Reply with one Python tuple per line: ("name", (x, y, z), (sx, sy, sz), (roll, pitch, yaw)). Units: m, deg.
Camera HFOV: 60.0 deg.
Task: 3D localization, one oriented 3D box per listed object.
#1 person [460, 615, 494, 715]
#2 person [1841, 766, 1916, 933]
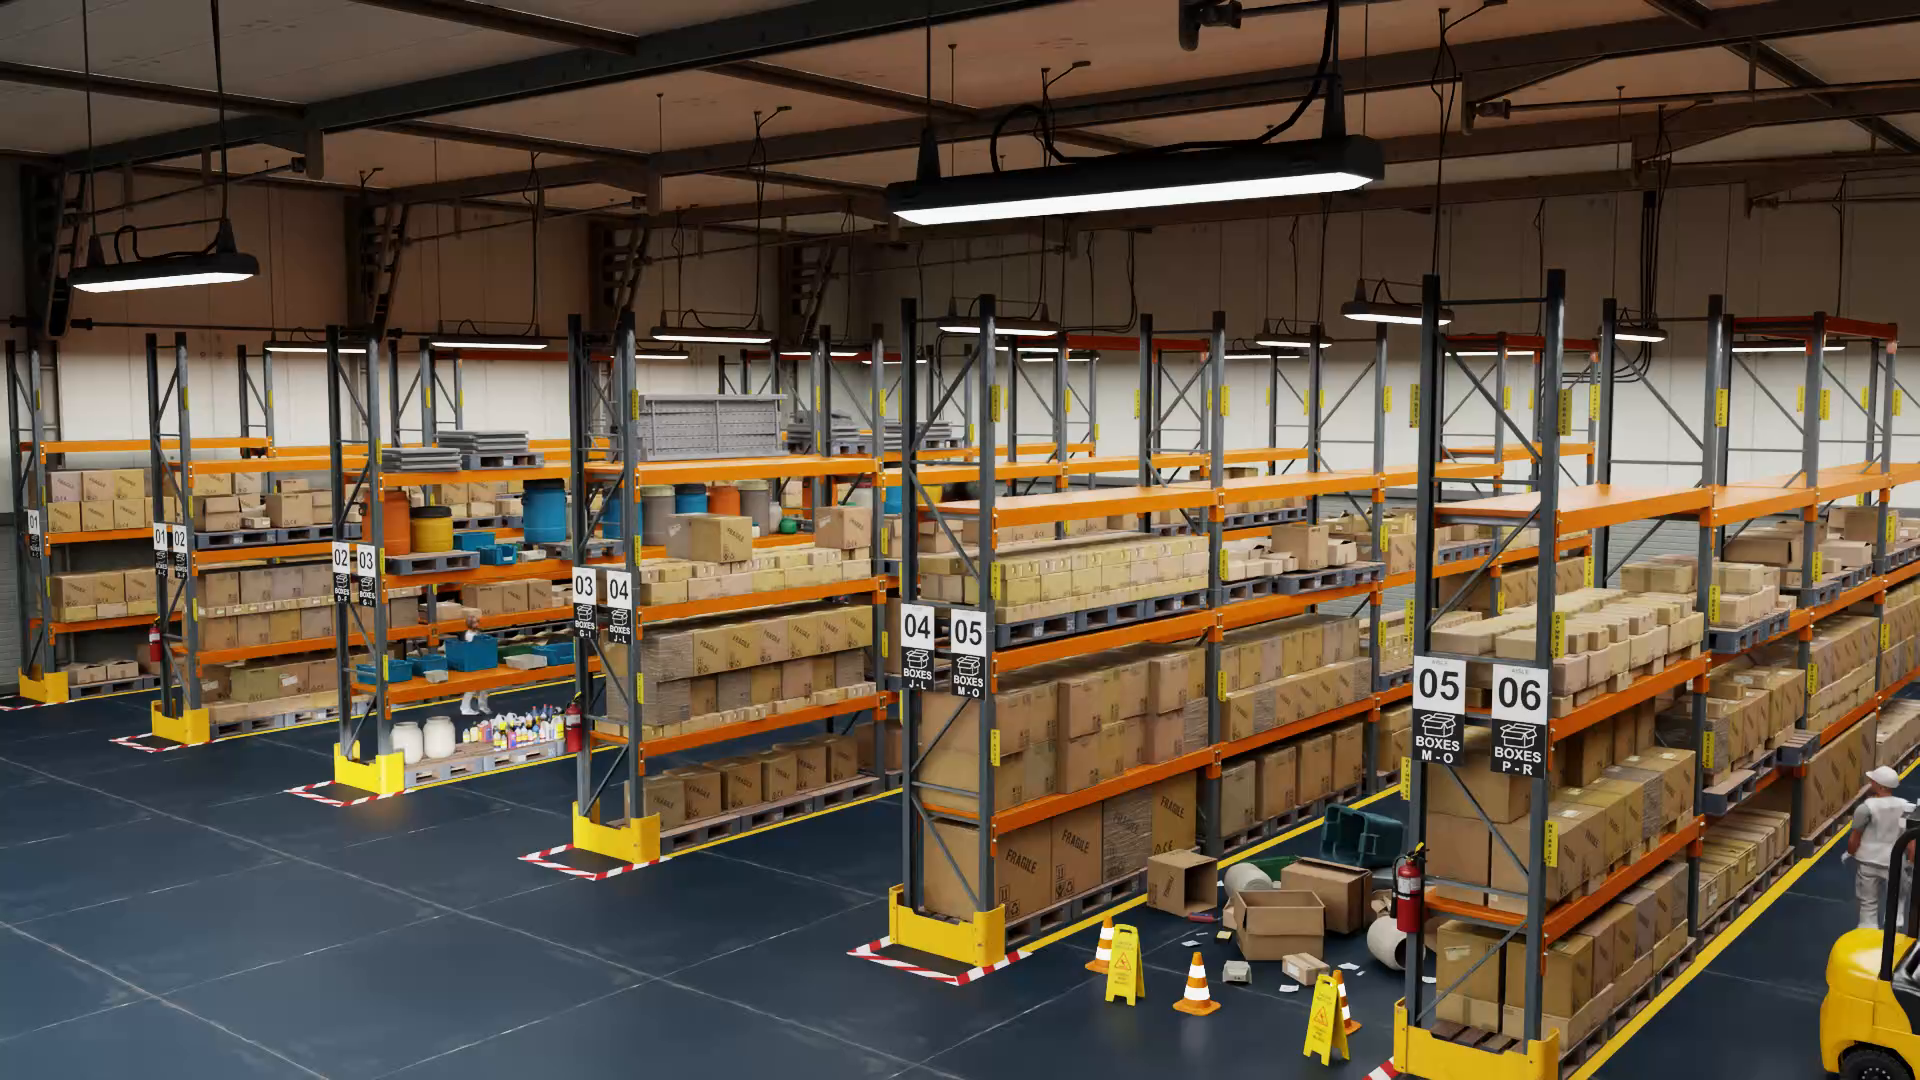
("person", (-7.684, 2.009, 26.382), (0.511, 1.637, 0.473), (-1, 5, -16))
("person", (8.260, 2.924, 14.950), (0.620, 1.819, 0.542), (3, 6, 34))
